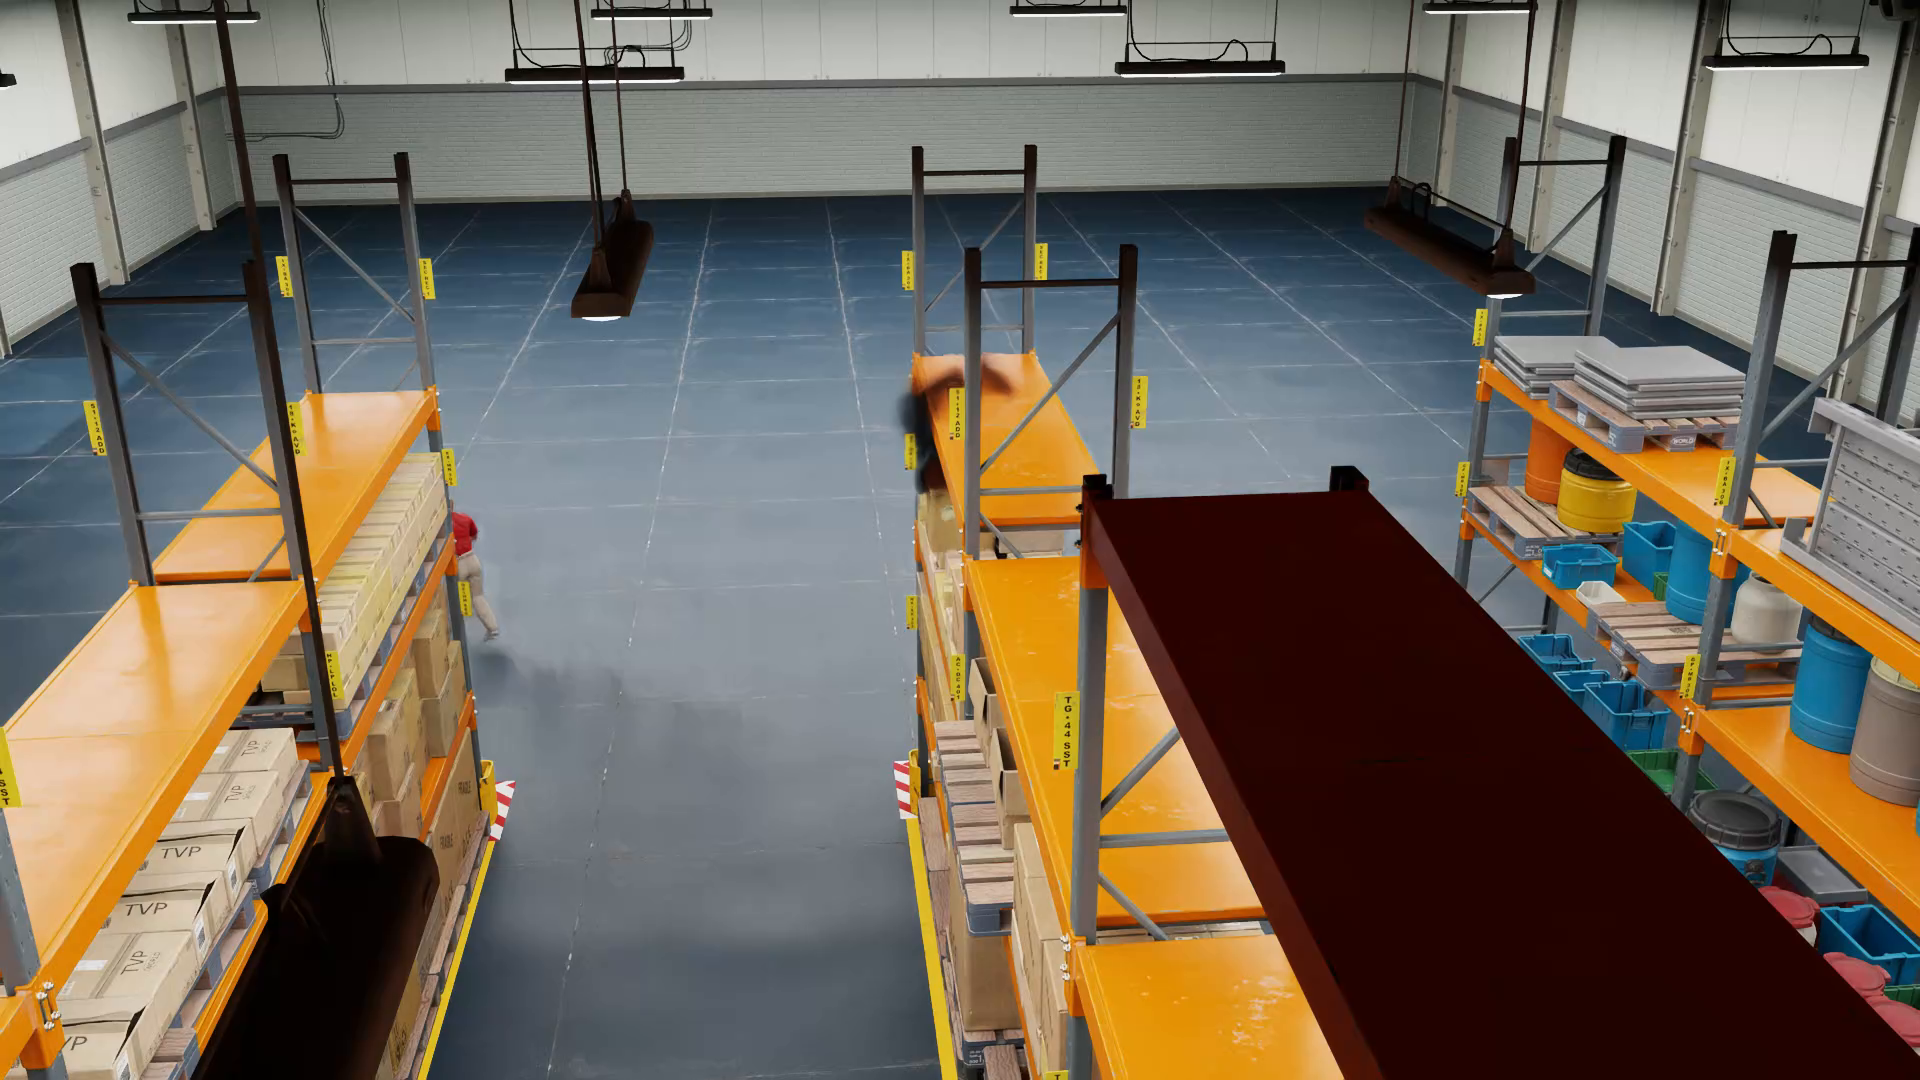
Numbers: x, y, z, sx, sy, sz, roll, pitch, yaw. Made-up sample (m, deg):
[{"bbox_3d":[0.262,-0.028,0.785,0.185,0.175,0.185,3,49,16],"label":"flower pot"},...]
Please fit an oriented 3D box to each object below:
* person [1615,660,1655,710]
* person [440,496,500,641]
[{"bbox_3d":[6.510,1.325,16.069,0.635,1.635,0.550,-11,24,-25],"label":"person"},{"bbox_3d":[-5.506,0.384,18.433,0.952,1.791,0.677,16,26,34],"label":"person"}]
